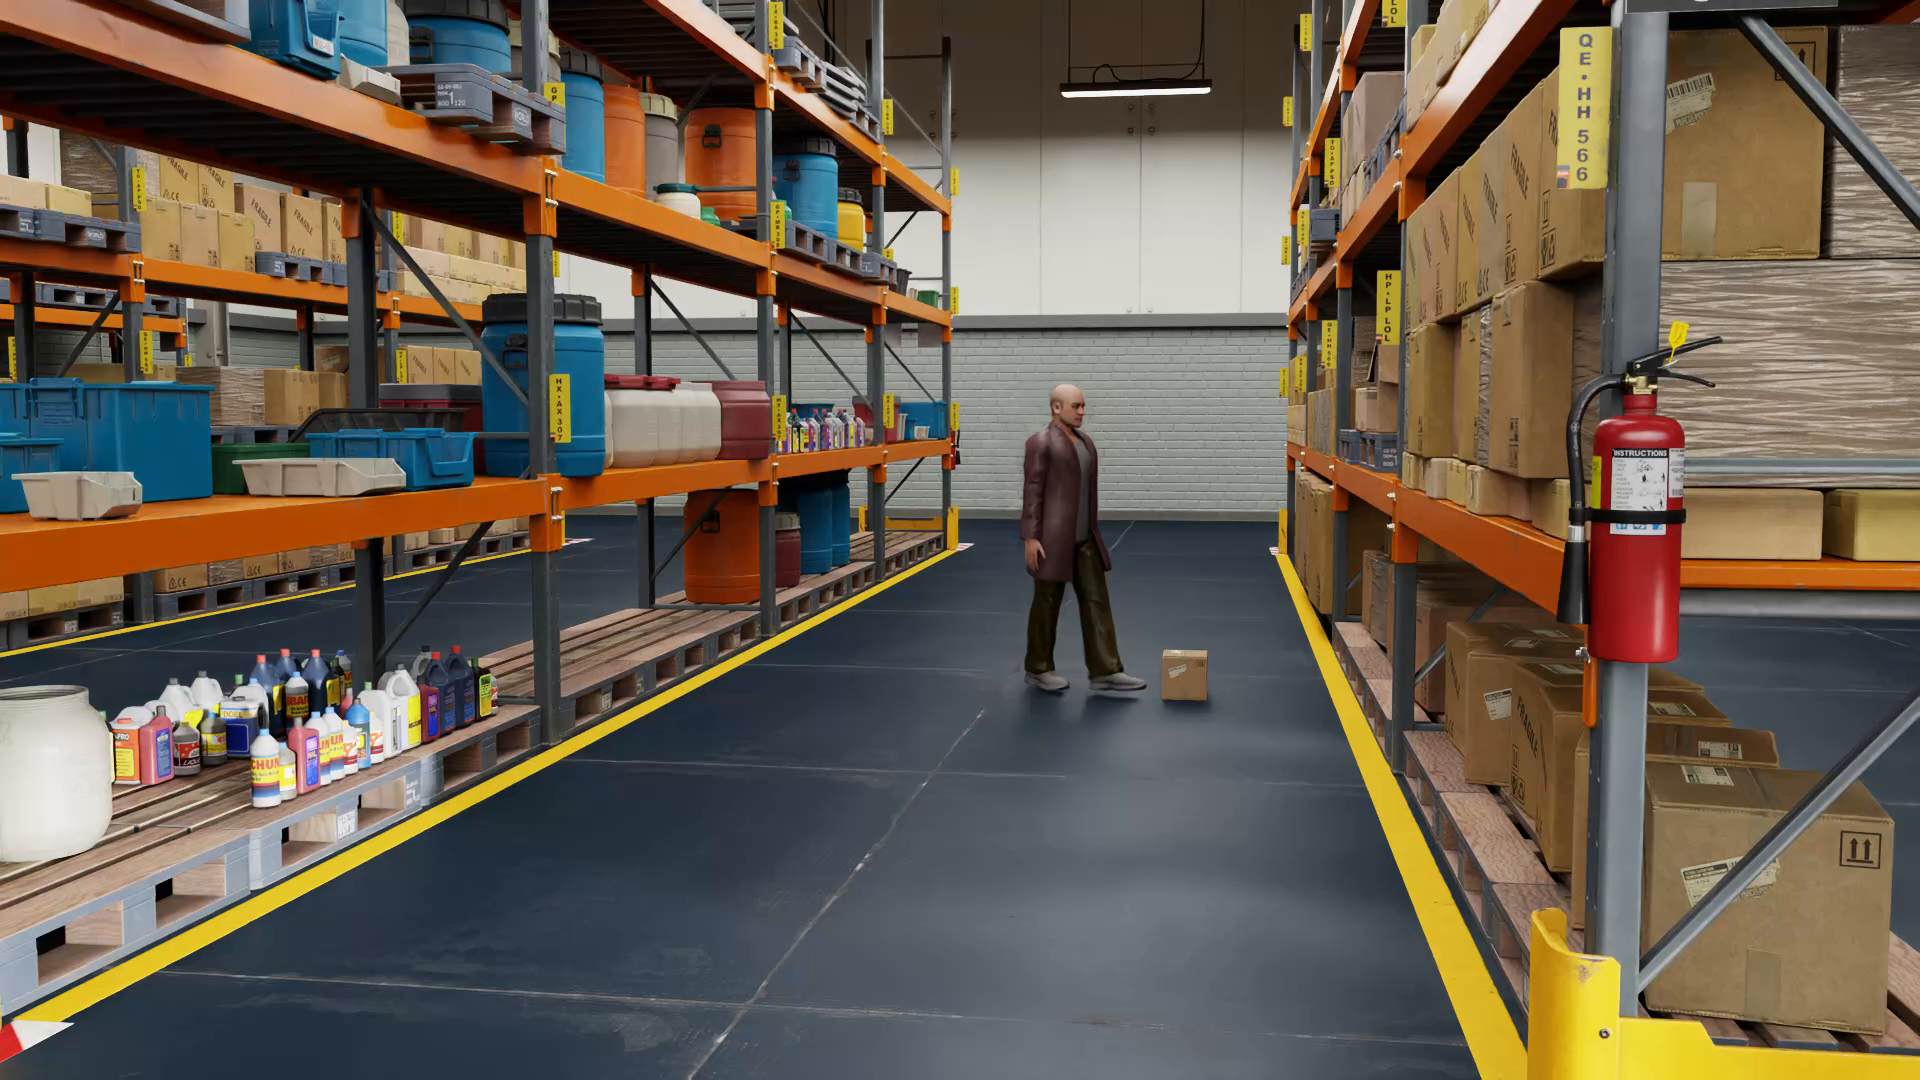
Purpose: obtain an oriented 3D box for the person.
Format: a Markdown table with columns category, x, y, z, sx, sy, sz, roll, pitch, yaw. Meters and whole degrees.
| category | x | y | z | sx | sy | sz | roll | pitch | yaw |
| --- | --- | --- | --- | --- | --- | --- | --- | --- | --- |
| person | 0.680 | -0.006 | 9.517 | 0.625 | 1.767 | 0.797 | -4 | 6 | -42 |
